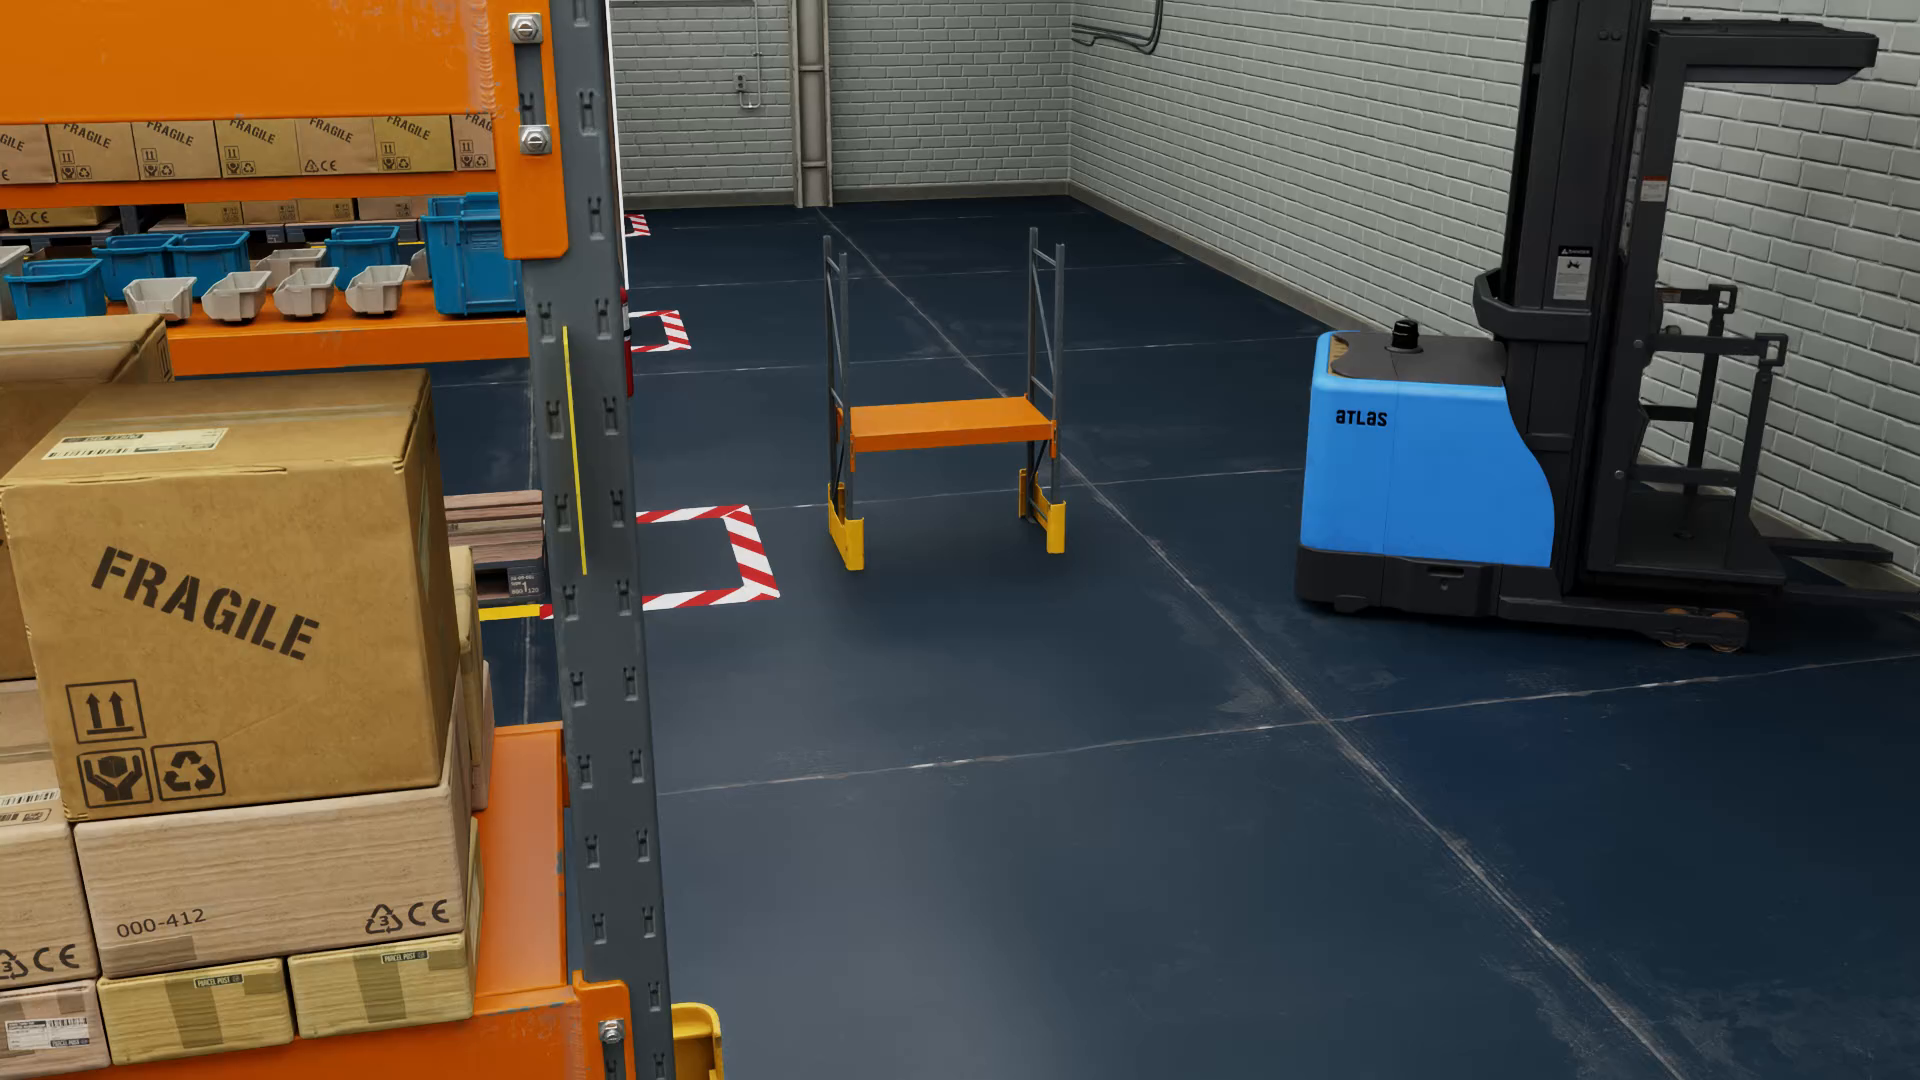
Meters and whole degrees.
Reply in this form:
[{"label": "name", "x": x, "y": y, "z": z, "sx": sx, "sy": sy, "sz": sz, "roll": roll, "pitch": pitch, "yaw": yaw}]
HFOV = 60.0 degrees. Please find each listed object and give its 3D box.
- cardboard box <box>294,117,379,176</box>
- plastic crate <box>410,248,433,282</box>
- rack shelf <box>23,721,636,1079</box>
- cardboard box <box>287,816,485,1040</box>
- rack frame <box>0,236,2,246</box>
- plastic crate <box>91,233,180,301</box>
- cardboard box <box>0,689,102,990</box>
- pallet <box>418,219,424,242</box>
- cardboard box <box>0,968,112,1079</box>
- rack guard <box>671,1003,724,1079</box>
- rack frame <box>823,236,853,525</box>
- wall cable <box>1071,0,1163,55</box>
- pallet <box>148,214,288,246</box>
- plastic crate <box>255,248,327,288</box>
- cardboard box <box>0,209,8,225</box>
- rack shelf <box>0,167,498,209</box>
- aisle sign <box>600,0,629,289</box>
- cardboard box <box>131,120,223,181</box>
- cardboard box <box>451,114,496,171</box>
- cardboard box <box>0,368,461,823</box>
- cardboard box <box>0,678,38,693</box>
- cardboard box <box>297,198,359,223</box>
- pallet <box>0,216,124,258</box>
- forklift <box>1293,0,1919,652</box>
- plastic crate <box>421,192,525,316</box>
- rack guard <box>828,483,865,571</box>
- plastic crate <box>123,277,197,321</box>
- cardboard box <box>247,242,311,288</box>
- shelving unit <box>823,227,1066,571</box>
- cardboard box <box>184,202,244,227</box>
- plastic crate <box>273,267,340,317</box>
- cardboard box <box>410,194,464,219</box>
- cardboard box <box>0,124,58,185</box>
[{"label": "cardboard box", "x": -4.273, "y": -2.804, "z": 11.464, "sx": 0.500, "sy": 0.500, "sz": 0.500, "roll": -4, "pitch": 21, "yaw": -12}, {"label": "plastic crate", "x": -2.420, "y": -1.303, "z": 7.806, "sx": 0.298, "sy": 0.136, "sz": 0.250, "roll": -5, "pitch": 21, "yaw": -12}, {"label": "rack shelf", "x": -2.579, "y": 0.849, "z": 2.683, "sx": 4.000, "sy": 0.370, "sz": 1.077, "roll": -5, "pitch": 21, "yaw": -12}, {"label": "cardboard box", "x": -0.904, "y": 0.609, "z": 2.657, "sx": 0.250, "sy": 0.149, "sz": 0.380, "roll": -4, "pitch": 21, "yaw": -11}, {"label": "rack frame", "x": -6.802, "y": -2.647, "z": 11.180, "sx": 0.127, "sy": 3.000, "sz": 1.000, "roll": -5, "pitch": 21, "yaw": -12}, {"label": "plastic crate", "x": -3.662, "y": -1.218, "z": 7.434, "sx": 0.300, "sy": 0.233, "sz": 0.416, "roll": -5, "pitch": 21, "yaw": -12}, {"label": "cardboard box", "x": -1.537, "y": 0.450, "z": 2.510, "sx": 0.500, "sy": 0.250, "sz": 0.500, "roll": -5, "pitch": 21, "yaw": -13}, {"label": "pallet", "x": -4.813, "y": -3.223, "z": 16.806, "sx": 1.213, "sy": 0.211, "sz": 1.003, "roll": -5, "pitch": 21, "yaw": -12}, {"label": "cardboard box", "x": -1.402, "y": 0.650, "z": 2.546, "sx": 0.250, "sy": 0.149, "sz": 0.380, "roll": -5, "pitch": 21, "yaw": -12}, {"label": "rack guard", "x": -0.610, "y": 1.524, "z": 3.427, "sx": 0.348, "sy": 0.500, "sz": 1.175, "roll": -5, "pitch": 21, "yaw": -12}, {"label": "rack frame", "x": -0.578, "y": -0.657, "z": 7.928, "sx": 0.032, "sy": 1.500, "sz": 0.500, "roll": -5, "pitch": 21, "yaw": -12}, {"label": "wall cable", "x": 1.534, "y": -6.309, "z": 16.968, "sx": 0.112, "sy": 2.526, "sz": 3.097, "roll": -5, "pitch": 21, "yaw": -12}, {"label": "pallet", "x": -7.187, "y": -3.030, "z": 16.278, "sx": 1.213, "sy": 0.211, "sz": 1.003, "roll": -5, "pitch": 21, "yaw": -12}, {"label": "plastic crate", "x": -3.080, "y": -1.249, "z": 7.660, "sx": 0.298, "sy": 0.136, "sz": 0.250, "roll": -5, "pitch": 21, "yaw": -12}, {"label": "cardboard box", "x": -9.412, "y": -3.327, "z": 15.549, "sx": 0.750, "sy": 0.750, "sz": 0.750, "roll": -4, "pitch": 20, "yaw": -11}, {"label": "rack shelf", "x": -4.855, "y": -2.468, "z": 11.736, "sx": 4.000, "sy": 0.370, "sz": 1.077, "roll": -5, "pitch": 21, "yaw": -12}, {"label": "aisle sign", "x": -0.494, "y": -0.773, "z": 2.286, "sx": 0.004, "sy": 0.787, "sz": 0.394, "roll": -5, "pitch": 21, "yaw": -12}, {"label": "cardboard box", "x": -5.258, "y": -2.724, "z": 11.244, "sx": 0.500, "sy": 0.500, "sz": 0.500, "roll": -5, "pitch": 21, "yaw": -13}, {"label": "cardboard box", "x": -3.282, "y": -2.884, "z": 11.682, "sx": 0.500, "sy": 0.500, "sz": 0.500, "roll": -4, "pitch": 20, "yaw": -11}, {"label": "cardboard box", "x": -1.047, "y": 0.058, "z": 2.492, "sx": 0.500, "sy": 0.500, "sz": 0.500, "roll": -4, "pitch": 21, "yaw": -12}, {"label": "cardboard box", "x": -1.667, "y": 0.274, "z": 2.991, "sx": 0.500, "sy": 0.250, "sz": 0.500, "roll": -5, "pitch": 21, "yaw": -13}, {"label": "cardboard box", "x": -6.204, "y": -3.432, "z": 16.346, "sx": 0.500, "sy": 0.500, "sz": 0.700, "roll": -4, "pitch": 21, "yaw": -11}, {"label": "pallet", "x": -8.679, "y": -2.909, "z": 15.950, "sx": 1.213, "sy": 0.211, "sz": 1.003, "roll": -5, "pitch": 21, "yaw": -12}, {"label": "forklift", "x": 3.071, "y": -1.103, "z": 7.064, "sx": 3.031, "sy": 2.935, "sz": 1.130, "roll": 5, "pitch": 21, "yaw": 12}, {"label": "plastic crate", "x": -2.056, "y": -1.261, "z": 7.258, "sx": 0.499, "sy": 0.435, "sz": 0.616, "roll": -5, "pitch": 21, "yaw": -12}, {"label": "rack guard", "x": -0.559, "y": -0.072, "z": 8.148, "sx": 0.087, "sy": 0.250, "sz": 0.587, "roll": -5, "pitch": 21, "yaw": -12}, {"label": "plastic crate", "x": -3.359, "y": -1.007, "z": 6.998, "sx": 0.250, "sy": 0.136, "sz": 0.298, "roll": -5, "pitch": 21, "yaw": -12}, {"label": "cardboard box", "x": -4.974, "y": -1.832, "z": 11.945, "sx": 0.637, "sy": 0.503, "sz": 0.797, "roll": -5, "pitch": 21, "yaw": -12}, {"label": "shelving unit", "x": -0.074, "y": -0.698, "z": 8.040, "sx": 1.083, "sy": 1.500, "sz": 0.587, "roll": -5, "pitch": 21, "yaw": -12}, {"label": "cardboard box", "x": -7.194, "y": -3.353, "z": 16.132, "sx": 0.500, "sy": 0.500, "sz": 0.700, "roll": -4, "pitch": 21, "yaw": -12}, {"label": "plastic crate", "x": -2.810, "y": -1.067, "z": 7.161, "sx": 0.243, "sy": 0.136, "sz": 0.396, "roll": -5, "pitch": 21, "yaw": -12}, {"label": "cardboard box", "x": -5.198, "y": -3.517, "z": 16.577, "sx": 0.500, "sy": 0.500, "sz": 0.700, "roll": -5, "pitch": 21, "yaw": -13}, {"label": "cardboard box", "x": -6.243, "y": -2.643, "z": 11.024, "sx": 0.500, "sy": 0.500, "sz": 0.500, "roll": -4, "pitch": 21, "yaw": -11}]
